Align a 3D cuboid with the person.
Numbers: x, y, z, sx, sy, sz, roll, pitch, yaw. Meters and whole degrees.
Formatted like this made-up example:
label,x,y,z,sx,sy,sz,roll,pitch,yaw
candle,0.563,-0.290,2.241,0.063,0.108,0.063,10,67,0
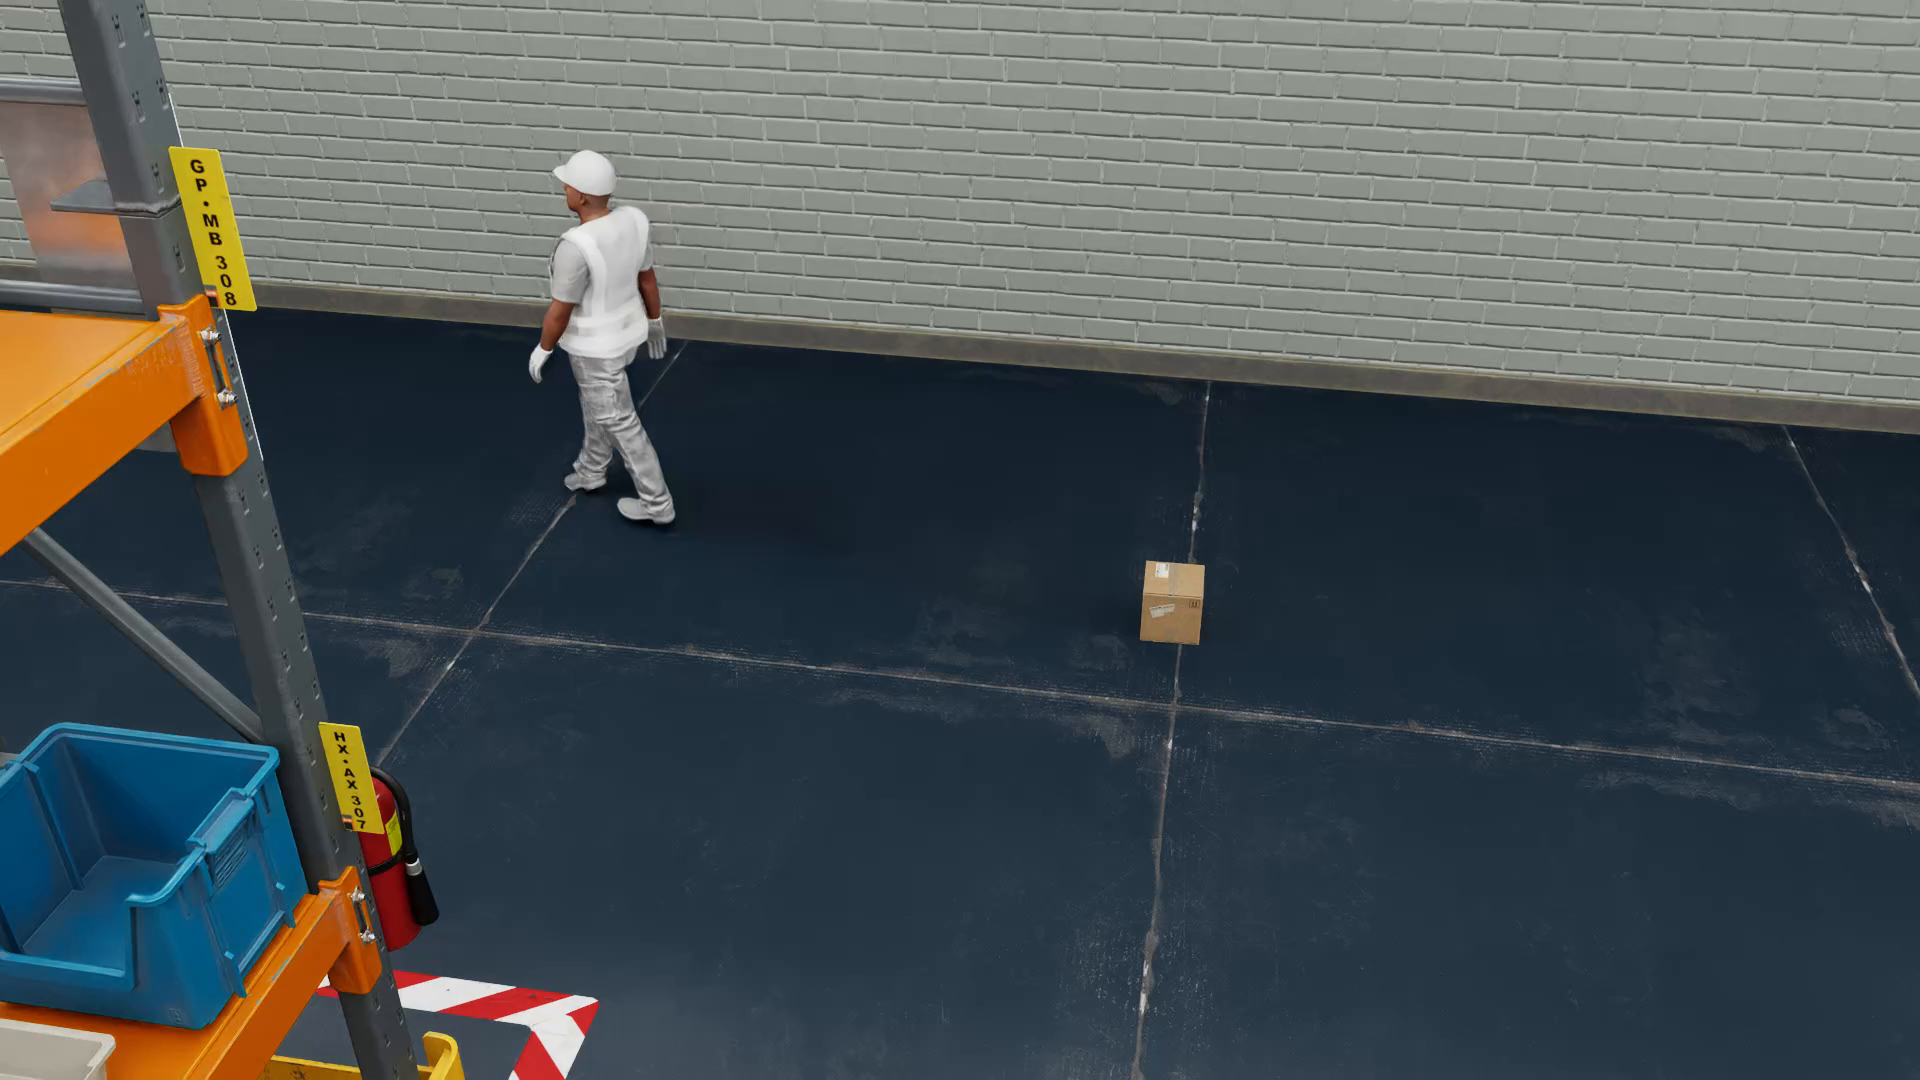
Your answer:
label,x,y,z,sx,sy,sz,roll,pitch,yaw
person,-1.683,-0.895,7.553,0.755,1.818,0.603,13,35,20
